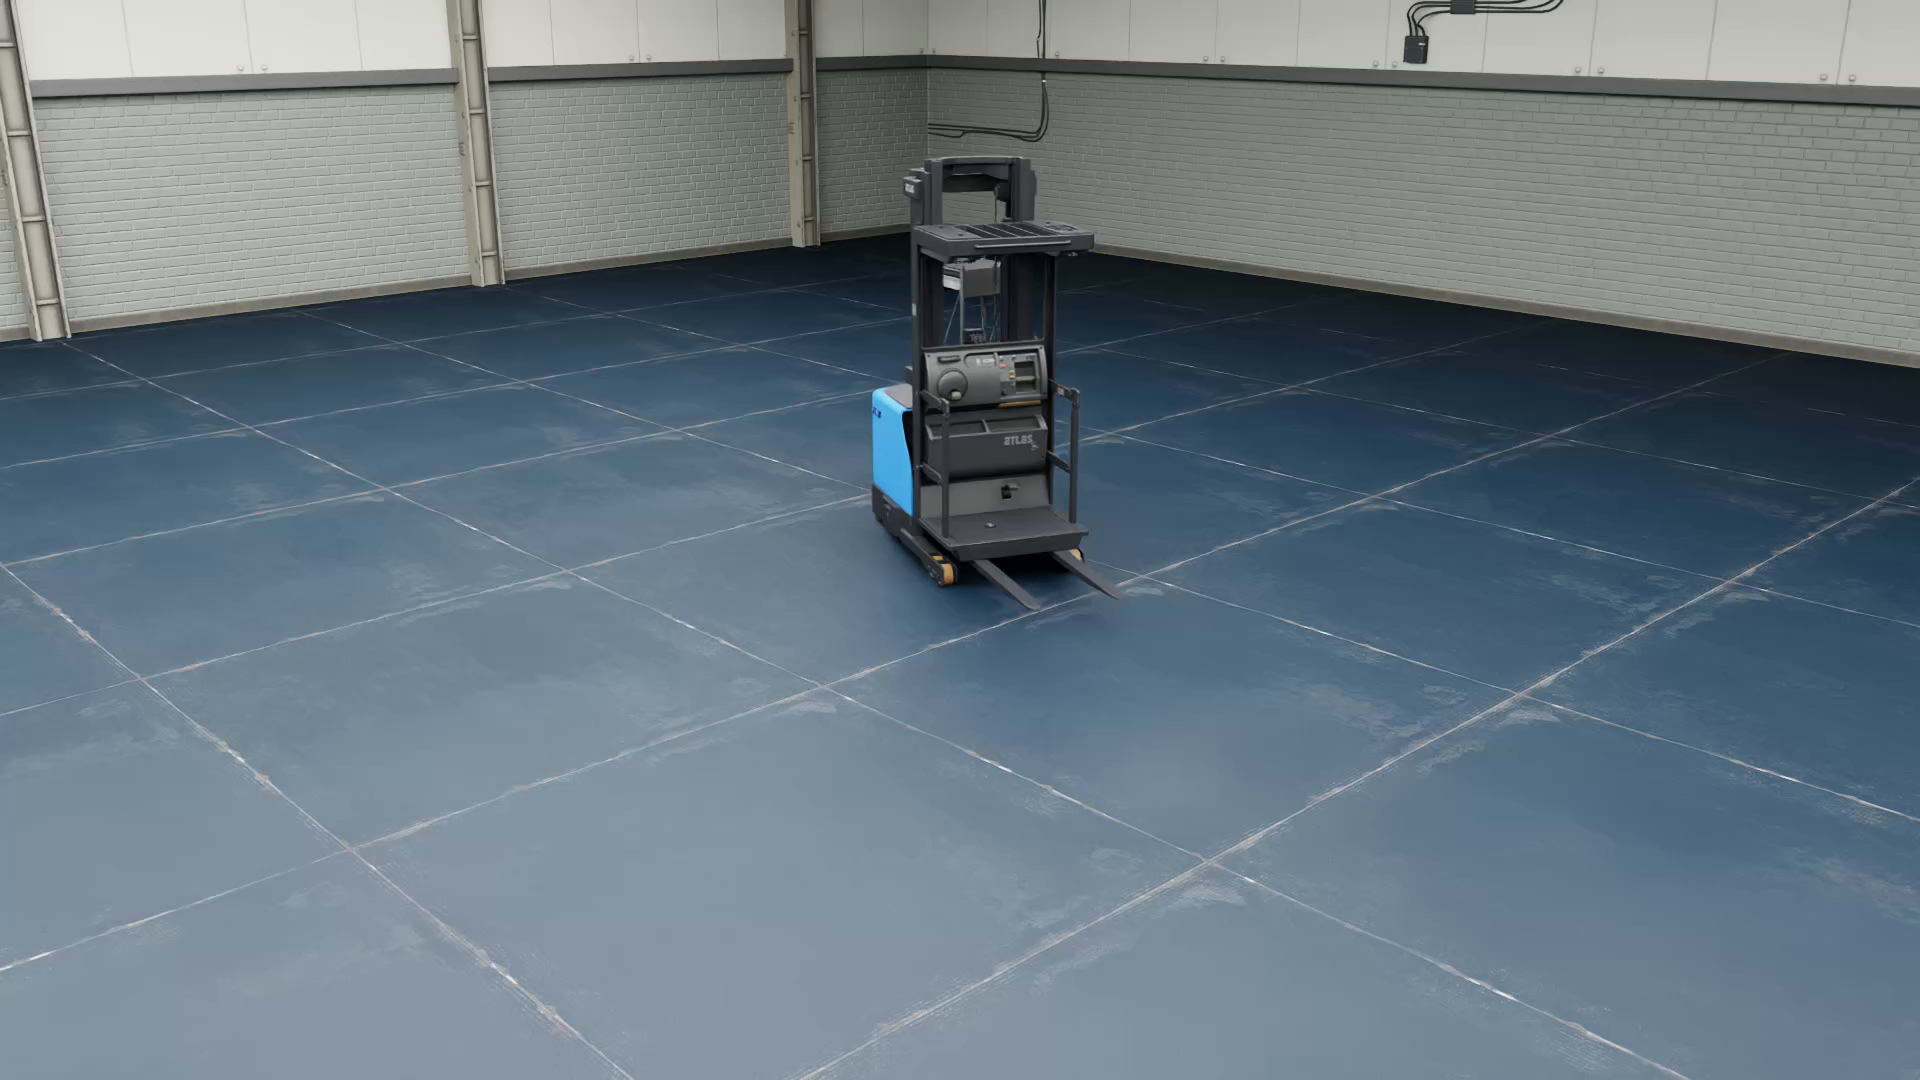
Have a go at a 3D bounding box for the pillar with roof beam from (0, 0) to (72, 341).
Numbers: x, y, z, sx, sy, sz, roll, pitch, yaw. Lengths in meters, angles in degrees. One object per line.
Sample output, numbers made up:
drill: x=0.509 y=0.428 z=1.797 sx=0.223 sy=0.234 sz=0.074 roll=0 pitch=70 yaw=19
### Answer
pillar with roof beam: x=-8.412 y=-5.849 z=16.434 sx=0.400 sy=9.000 sz=9.100 roll=-16 pitch=24 yaw=-41

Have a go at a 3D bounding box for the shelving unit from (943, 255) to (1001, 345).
shelving unit: x=0.105 y=-1.384 z=13.849 sx=0.503 sy=2.100 sz=0.431 roll=-12 pitch=22 yaw=-33

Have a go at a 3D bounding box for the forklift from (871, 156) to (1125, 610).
forklift: x=0.269 y=-1.203 z=11.943 sx=1.130 sy=2.935 sz=3.031 roll=-6 pitch=19 yaw=-19

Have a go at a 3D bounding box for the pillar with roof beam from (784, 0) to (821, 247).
pillar with roof beam: x=0.308 y=-8.392 z=24.276 sx=0.400 sy=9.000 sz=9.100 roll=-16 pitch=24 yaw=-41

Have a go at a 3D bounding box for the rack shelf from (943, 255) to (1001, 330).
rack shelf: x=0.105 y=-2.037 z=13.637 sx=0.480 sy=0.518 sz=0.431 roll=-12 pitch=22 yaw=-33

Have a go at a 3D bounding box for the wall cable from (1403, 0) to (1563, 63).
wall cable: x=6.910 y=-9.171 z=21.167 sx=0.169 sy=6.003 sz=2.305 roll=-16 pitch=24 yaw=-41

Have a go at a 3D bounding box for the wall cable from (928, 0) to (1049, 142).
wall cable: x=0.399 y=-8.207 z=28.742 sx=0.112 sy=2.526 sz=3.097 roll=-16 pitch=24 yaw=-41

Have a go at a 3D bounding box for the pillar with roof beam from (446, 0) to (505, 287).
pillar with roof beam: x=-4.052 y=-7.120 z=20.355 sx=0.400 sy=9.000 sz=9.100 roll=-16 pitch=24 yaw=-41

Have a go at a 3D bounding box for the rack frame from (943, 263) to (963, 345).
rack frame: x=-0.094 y=-1.340 z=13.714 sx=0.015 sy=2.100 sz=0.400 roll=-12 pitch=22 yaw=-33

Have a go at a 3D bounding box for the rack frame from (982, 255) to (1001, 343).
rack frame: x=0.304 y=-1.428 z=13.983 sx=0.015 sy=2.100 sz=0.400 roll=-12 pitch=22 yaw=-33
